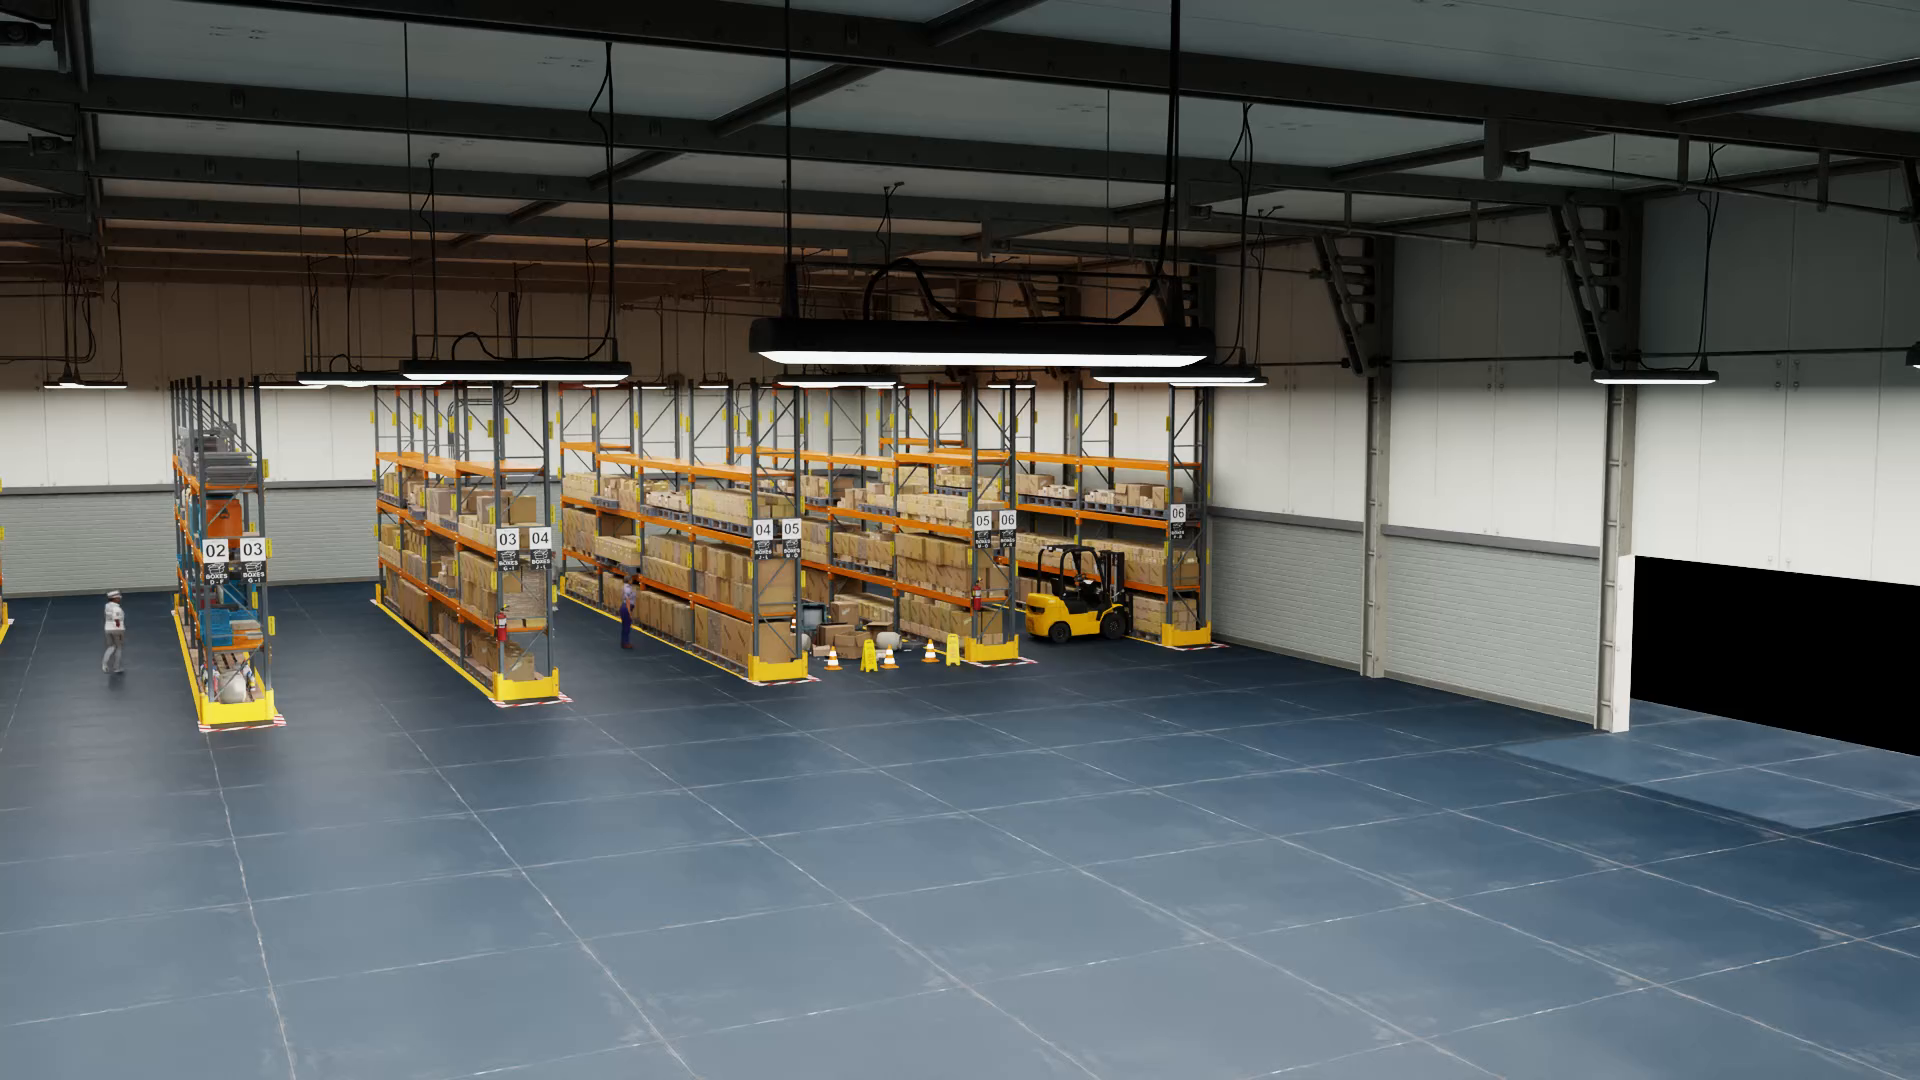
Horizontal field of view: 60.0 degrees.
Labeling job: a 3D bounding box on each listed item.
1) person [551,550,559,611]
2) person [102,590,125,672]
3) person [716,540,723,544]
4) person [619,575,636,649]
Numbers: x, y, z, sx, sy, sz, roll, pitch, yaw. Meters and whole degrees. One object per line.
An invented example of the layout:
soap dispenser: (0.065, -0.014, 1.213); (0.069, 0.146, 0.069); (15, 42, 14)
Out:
person: (-10.672, 1.066, 43.595); (0.336, 1.620, 0.492); (1, 5, 15)
person: (-17.235, 1.866, 33.854); (0.449, 1.674, 0.512); (1, 5, 8)
person: (-6.597, 0.708, 46.261); (0.606, 1.793, 0.412); (2, 5, 20)
person: (-7.443, 1.595, 37.222); (0.380, 1.655, 0.521); (-1, 5, -11)
